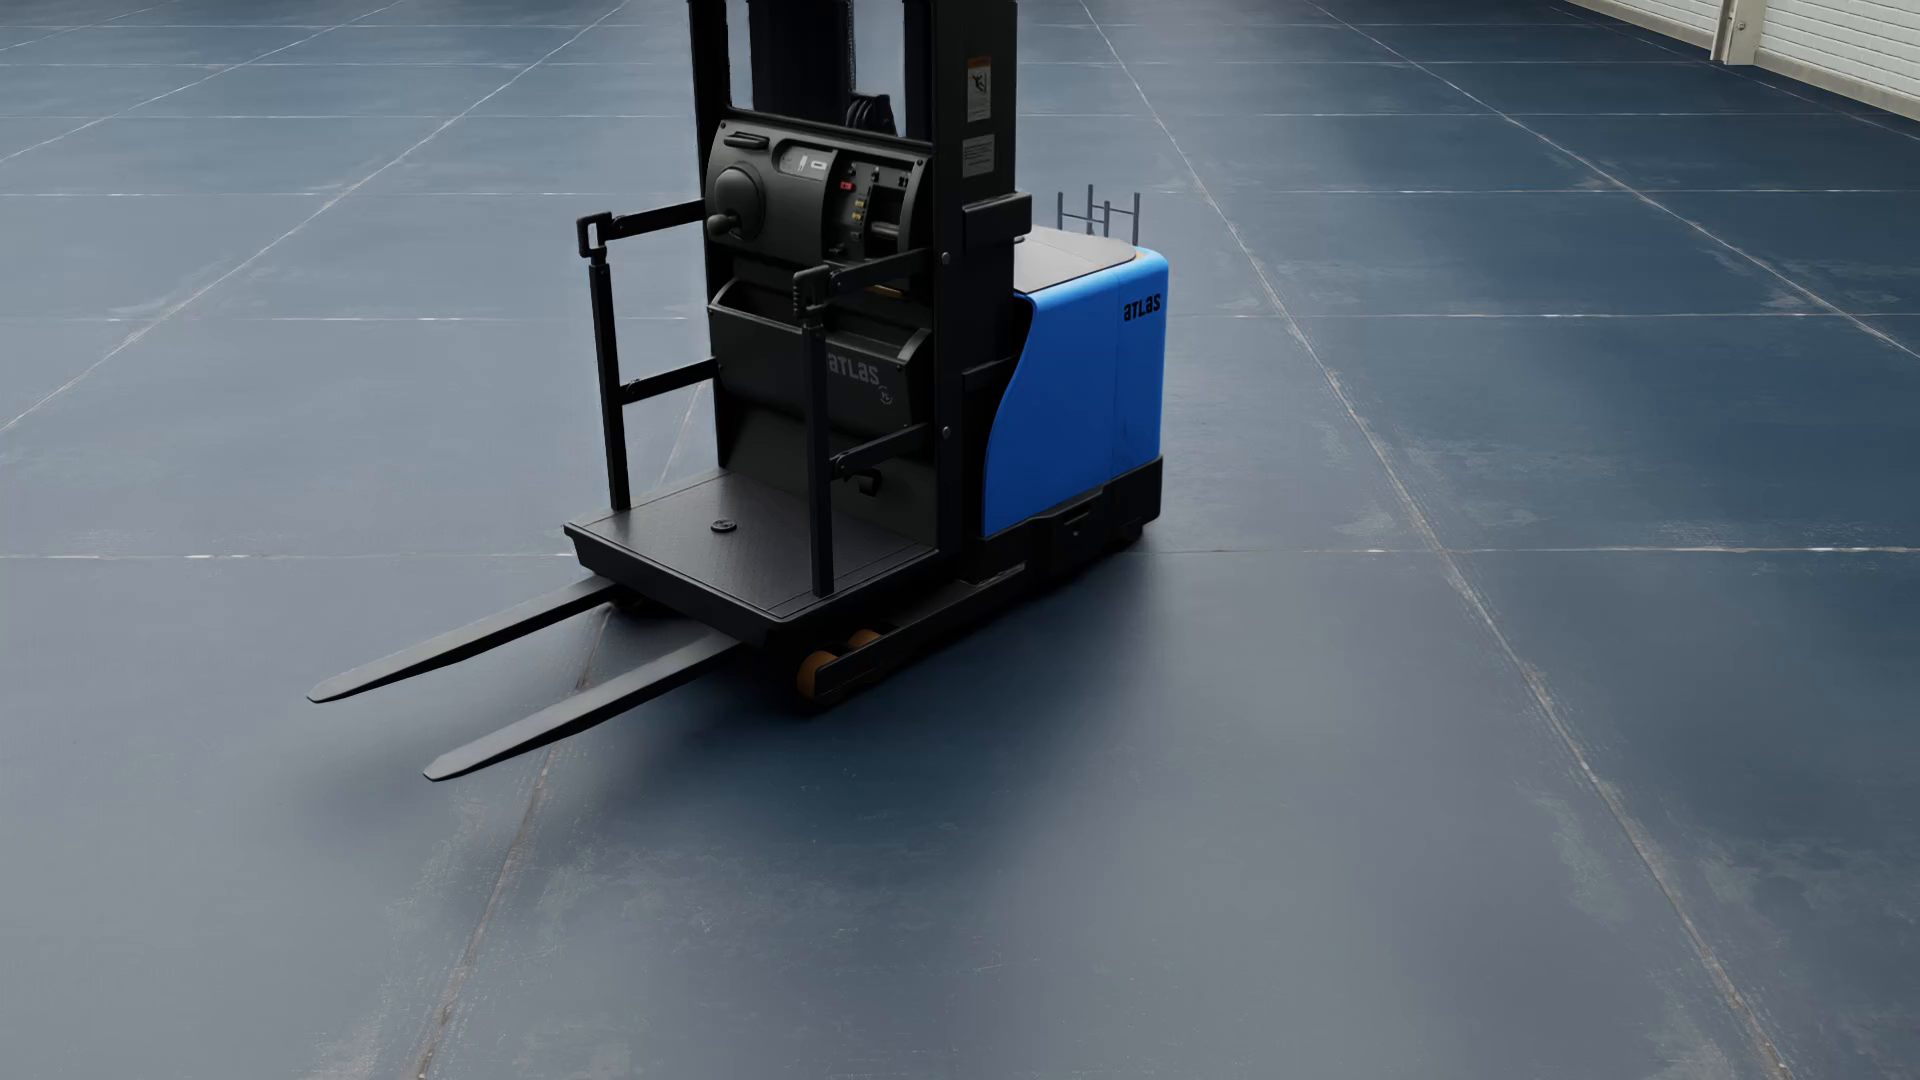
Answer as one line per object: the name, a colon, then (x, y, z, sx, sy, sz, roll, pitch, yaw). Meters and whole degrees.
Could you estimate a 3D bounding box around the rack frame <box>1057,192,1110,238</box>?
rack frame: (0.457, -0.723, 6.393, 0.240, 1.200, 0.006, 20, 31, 38)

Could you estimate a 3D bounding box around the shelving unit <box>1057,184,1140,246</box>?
shelving unit: (0.518, -0.751, 6.455, 0.258, 1.200, 0.189, 20, 31, 38)

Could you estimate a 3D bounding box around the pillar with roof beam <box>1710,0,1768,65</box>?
pillar with roof beam: (3.669, -9.015, 15.262, 9.100, 9.000, 0.400, 0, 24, -1)

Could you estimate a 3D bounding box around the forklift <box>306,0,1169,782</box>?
forklift: (-0.601, -1.061, 5.039, 1.130, 2.935, 3.031, 20, 31, 38)

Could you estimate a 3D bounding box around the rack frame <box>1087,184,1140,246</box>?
rack frame: (0.579, -0.779, 6.517, 0.240, 1.200, 0.006, 20, 31, 38)
